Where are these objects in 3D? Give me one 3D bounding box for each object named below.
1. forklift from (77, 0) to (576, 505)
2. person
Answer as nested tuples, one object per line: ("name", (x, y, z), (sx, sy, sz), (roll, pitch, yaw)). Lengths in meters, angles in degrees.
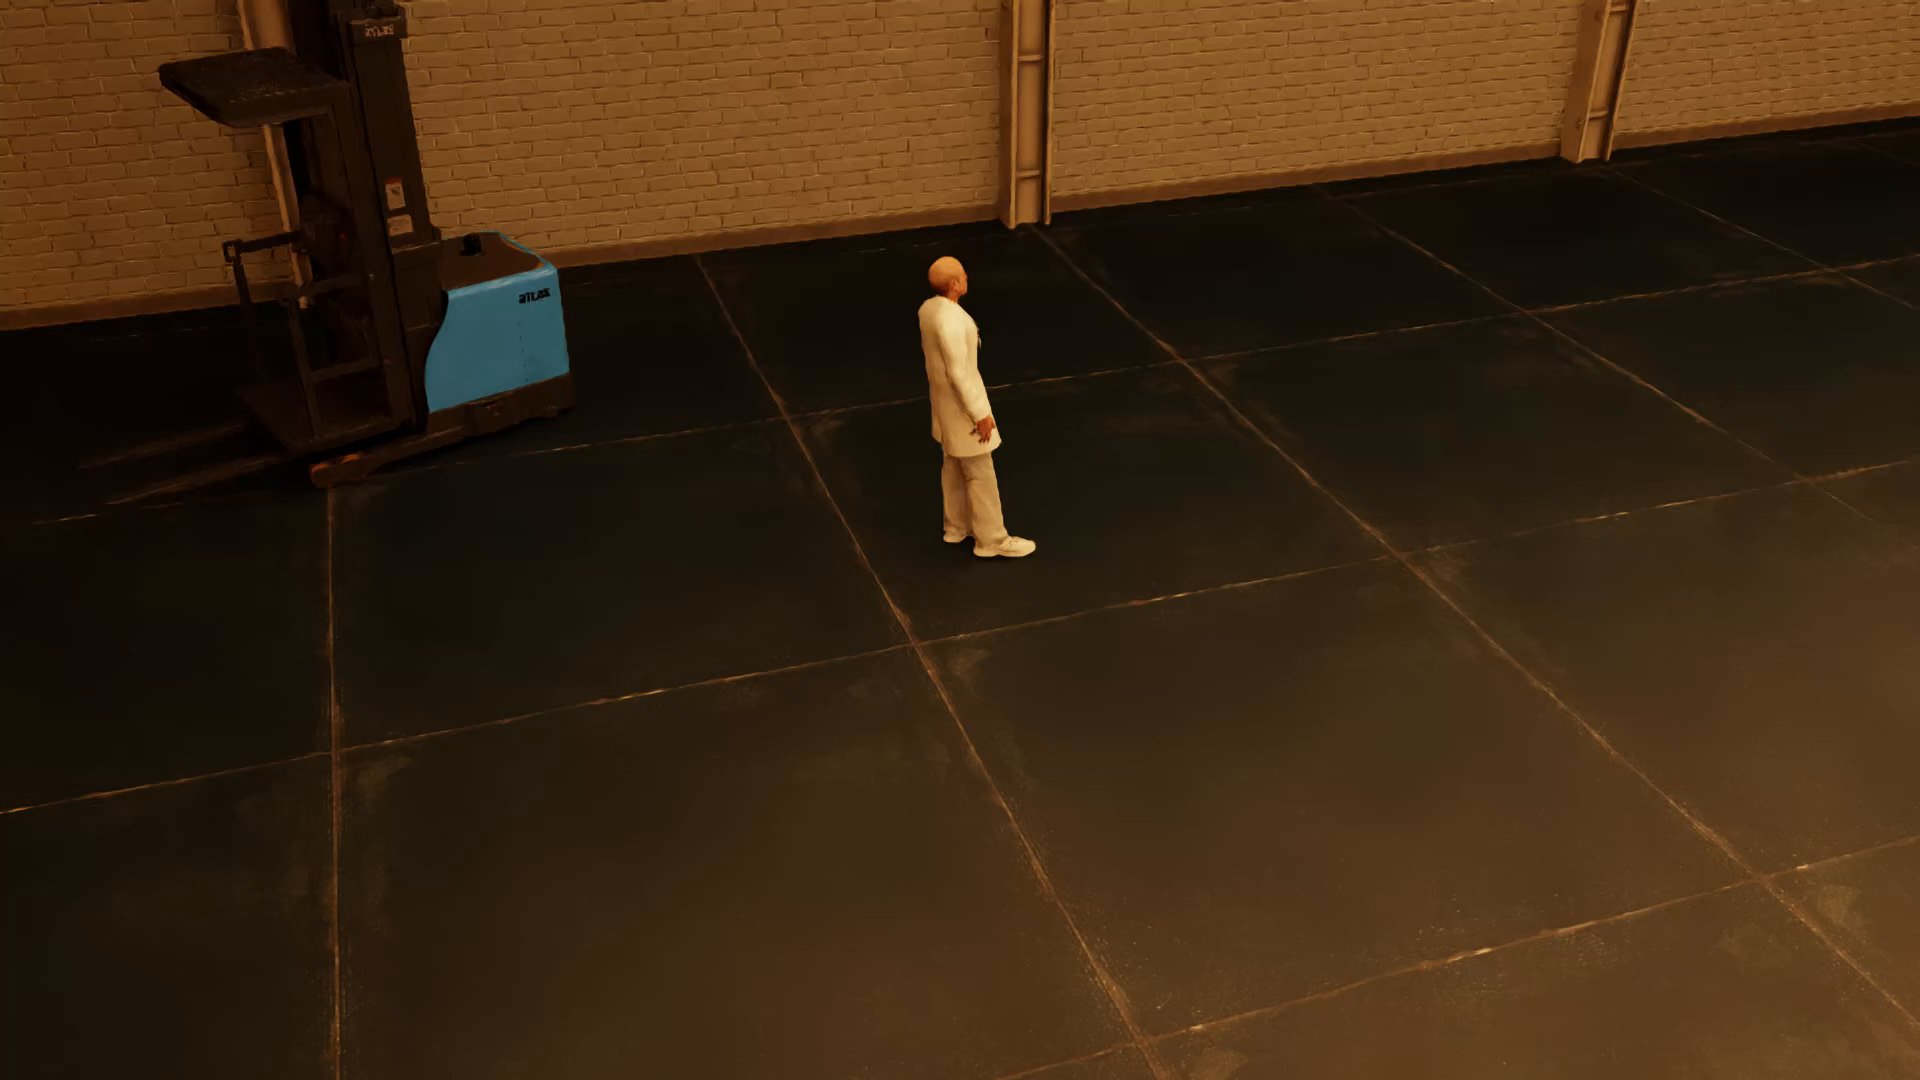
("forklift", (-4.134, -1.891, 10.374), (3.031, 2.935, 1.130), (-22, 36, -33))
("person", (0.088, -0.789, 9.600), (0.579, 1.776, 0.694), (-10, 31, -16))
